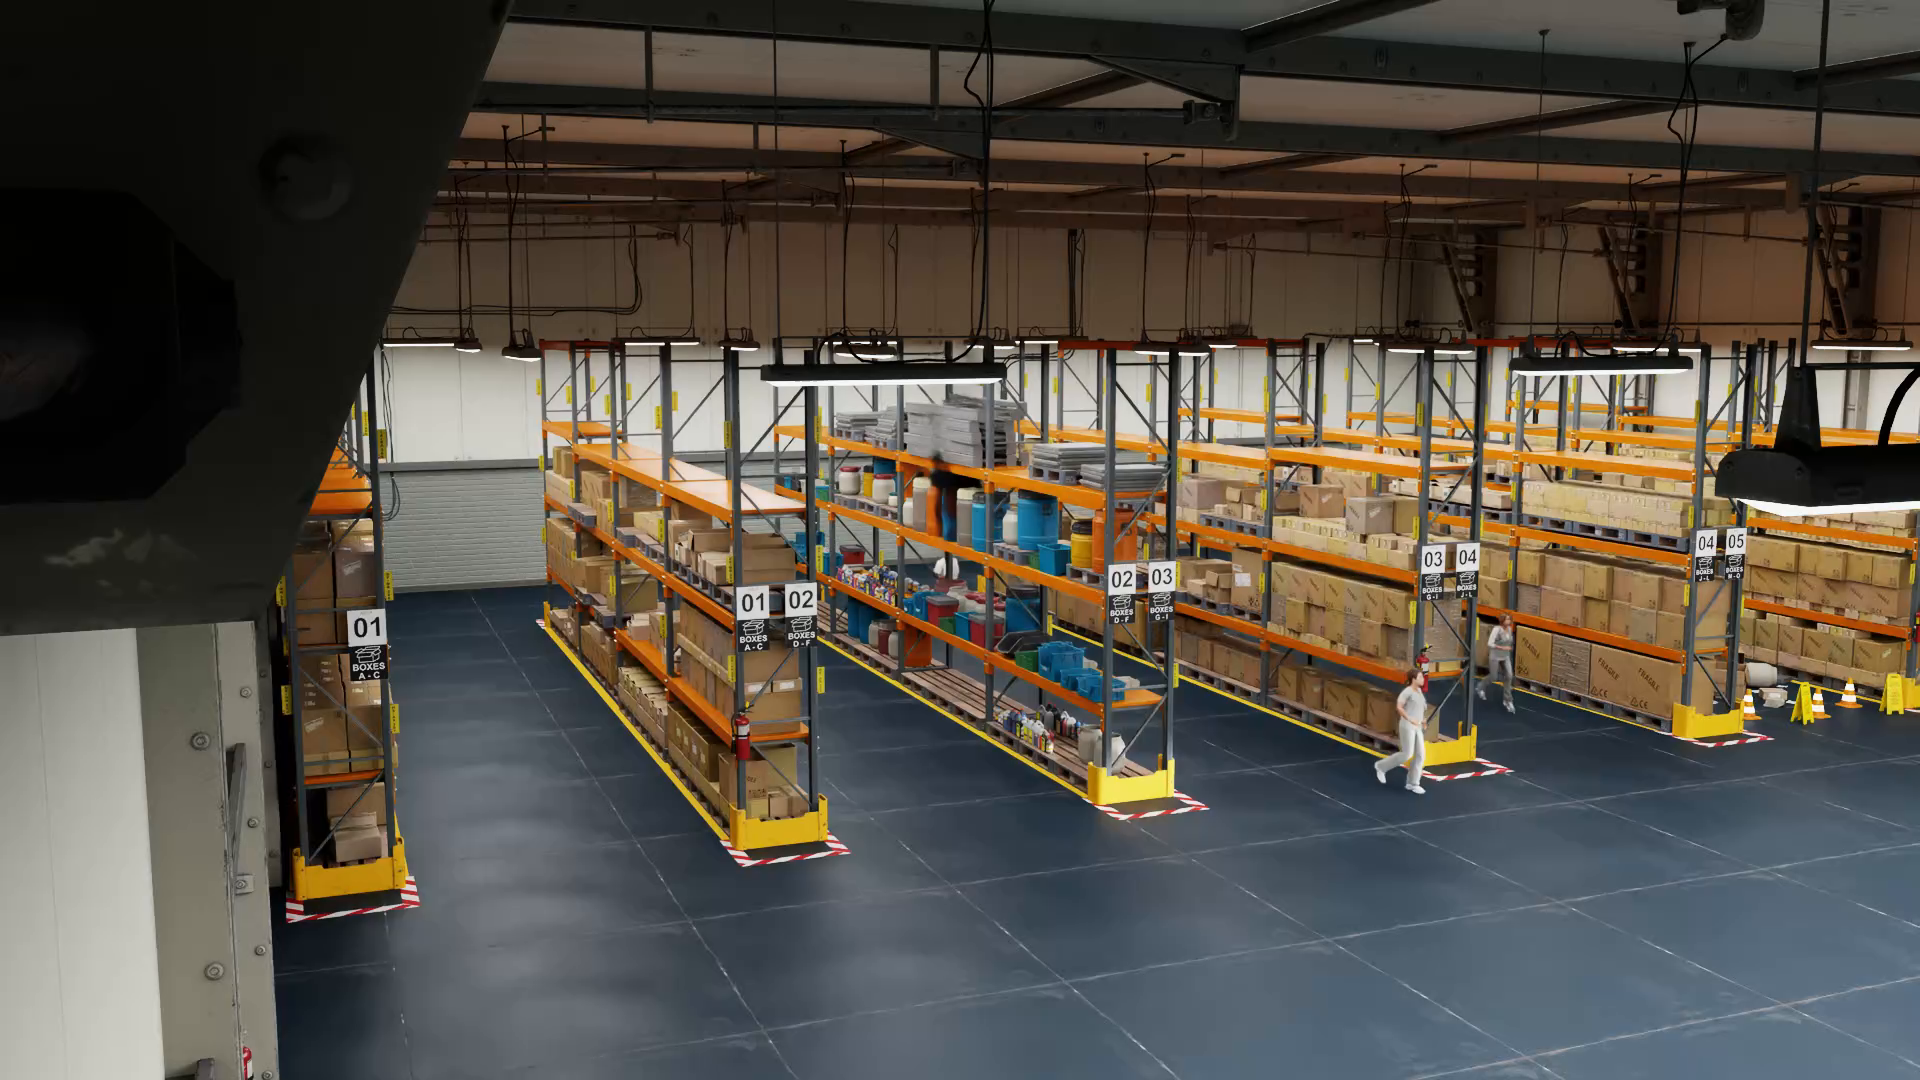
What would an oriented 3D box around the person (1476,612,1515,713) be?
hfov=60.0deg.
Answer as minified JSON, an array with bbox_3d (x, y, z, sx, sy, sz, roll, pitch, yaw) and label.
[{"bbox_3d":[8.890,1.976,27.485,0.562,1.614,0.899,-4,8,-25],"label":"person"}]

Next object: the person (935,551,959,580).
[{"bbox_3d":[-0.271,0.992,34.285,0.640,1.796,0.890,-4,8,-29],"label":"person"}]

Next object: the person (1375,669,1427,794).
[{"bbox_3d":[6.149,2.572,22.793,0.742,1.657,0.625,7,10,42],"label":"person"}]
